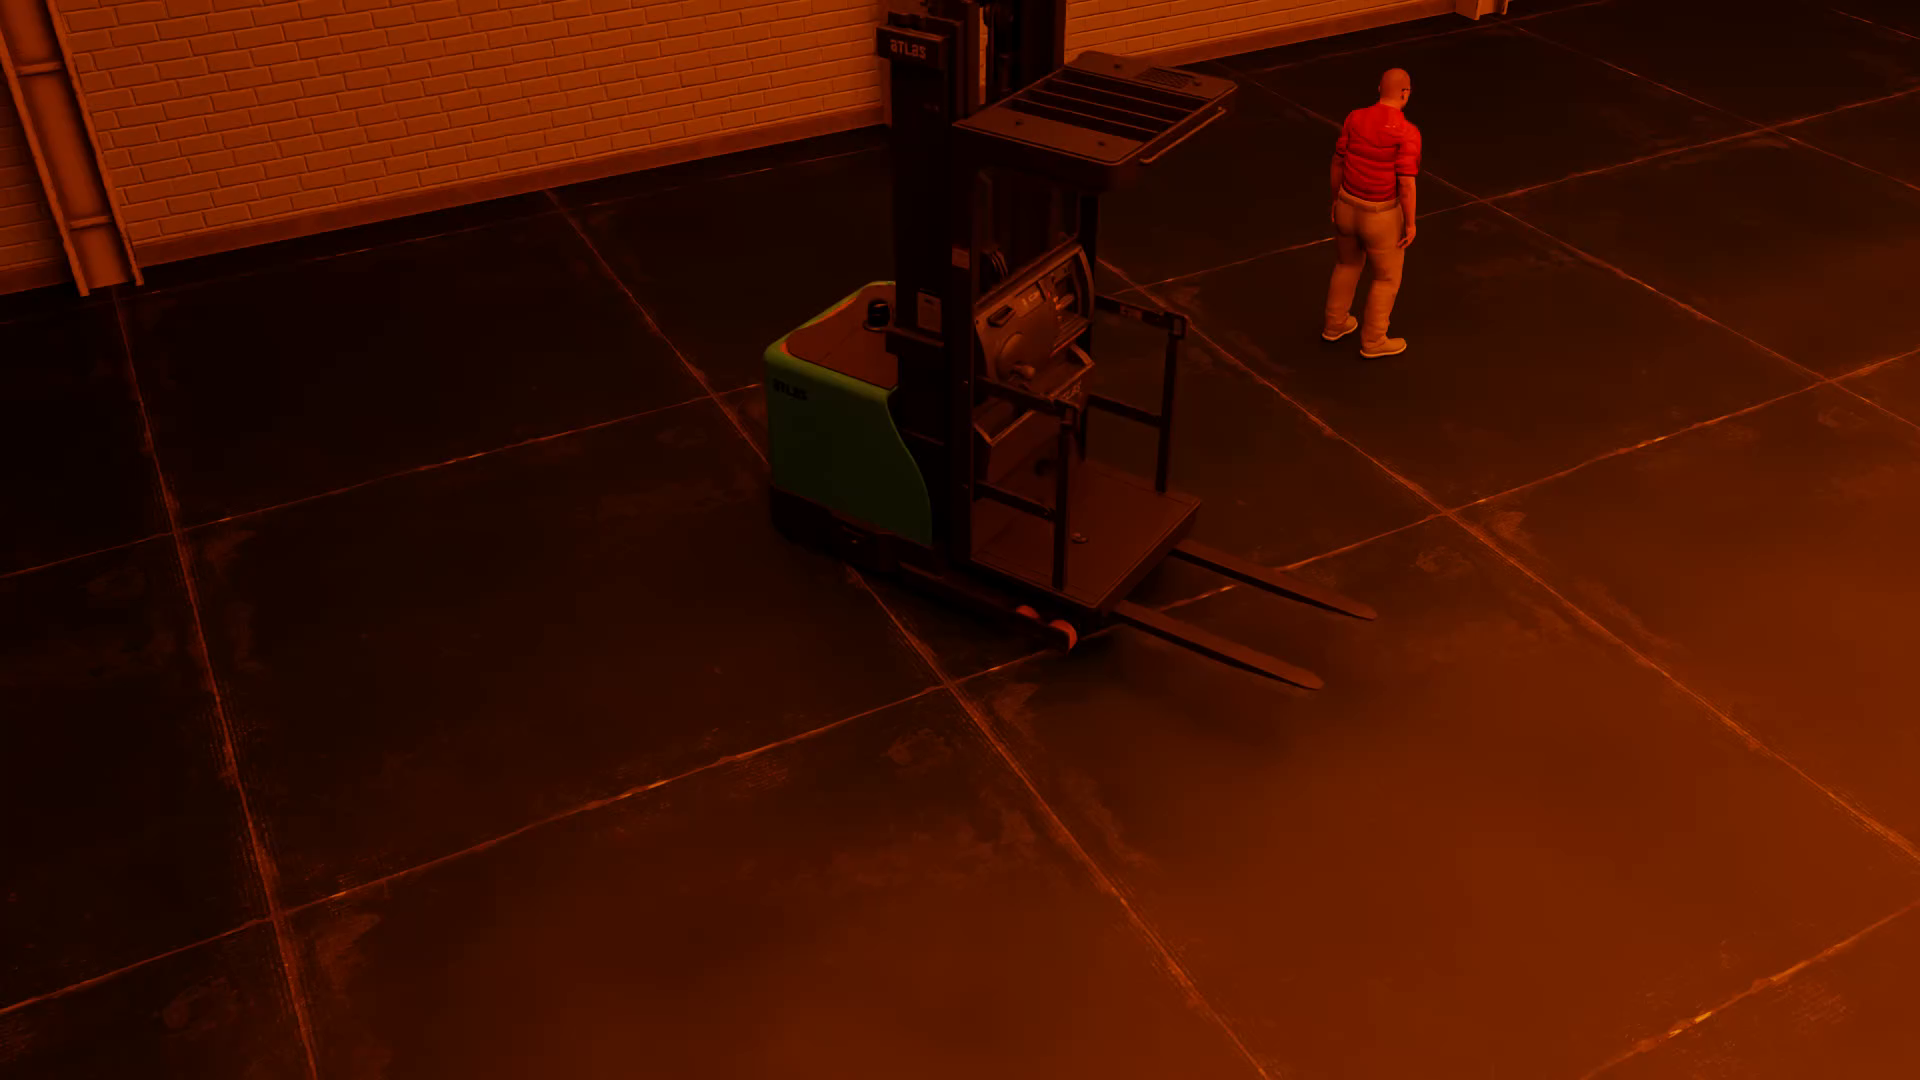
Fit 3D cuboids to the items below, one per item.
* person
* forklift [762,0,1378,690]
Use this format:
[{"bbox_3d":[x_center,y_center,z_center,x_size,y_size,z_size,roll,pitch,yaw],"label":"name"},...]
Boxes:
[{"bbox_3d":[2.463,-1.944,9.917,0.397,1.725,0.587,-27,43,-33],"label":"person"},{"bbox_3d":[0.519,-1.004,7.543,3.031,2.935,1.130,21,41,27],"label":"forklift"}]
